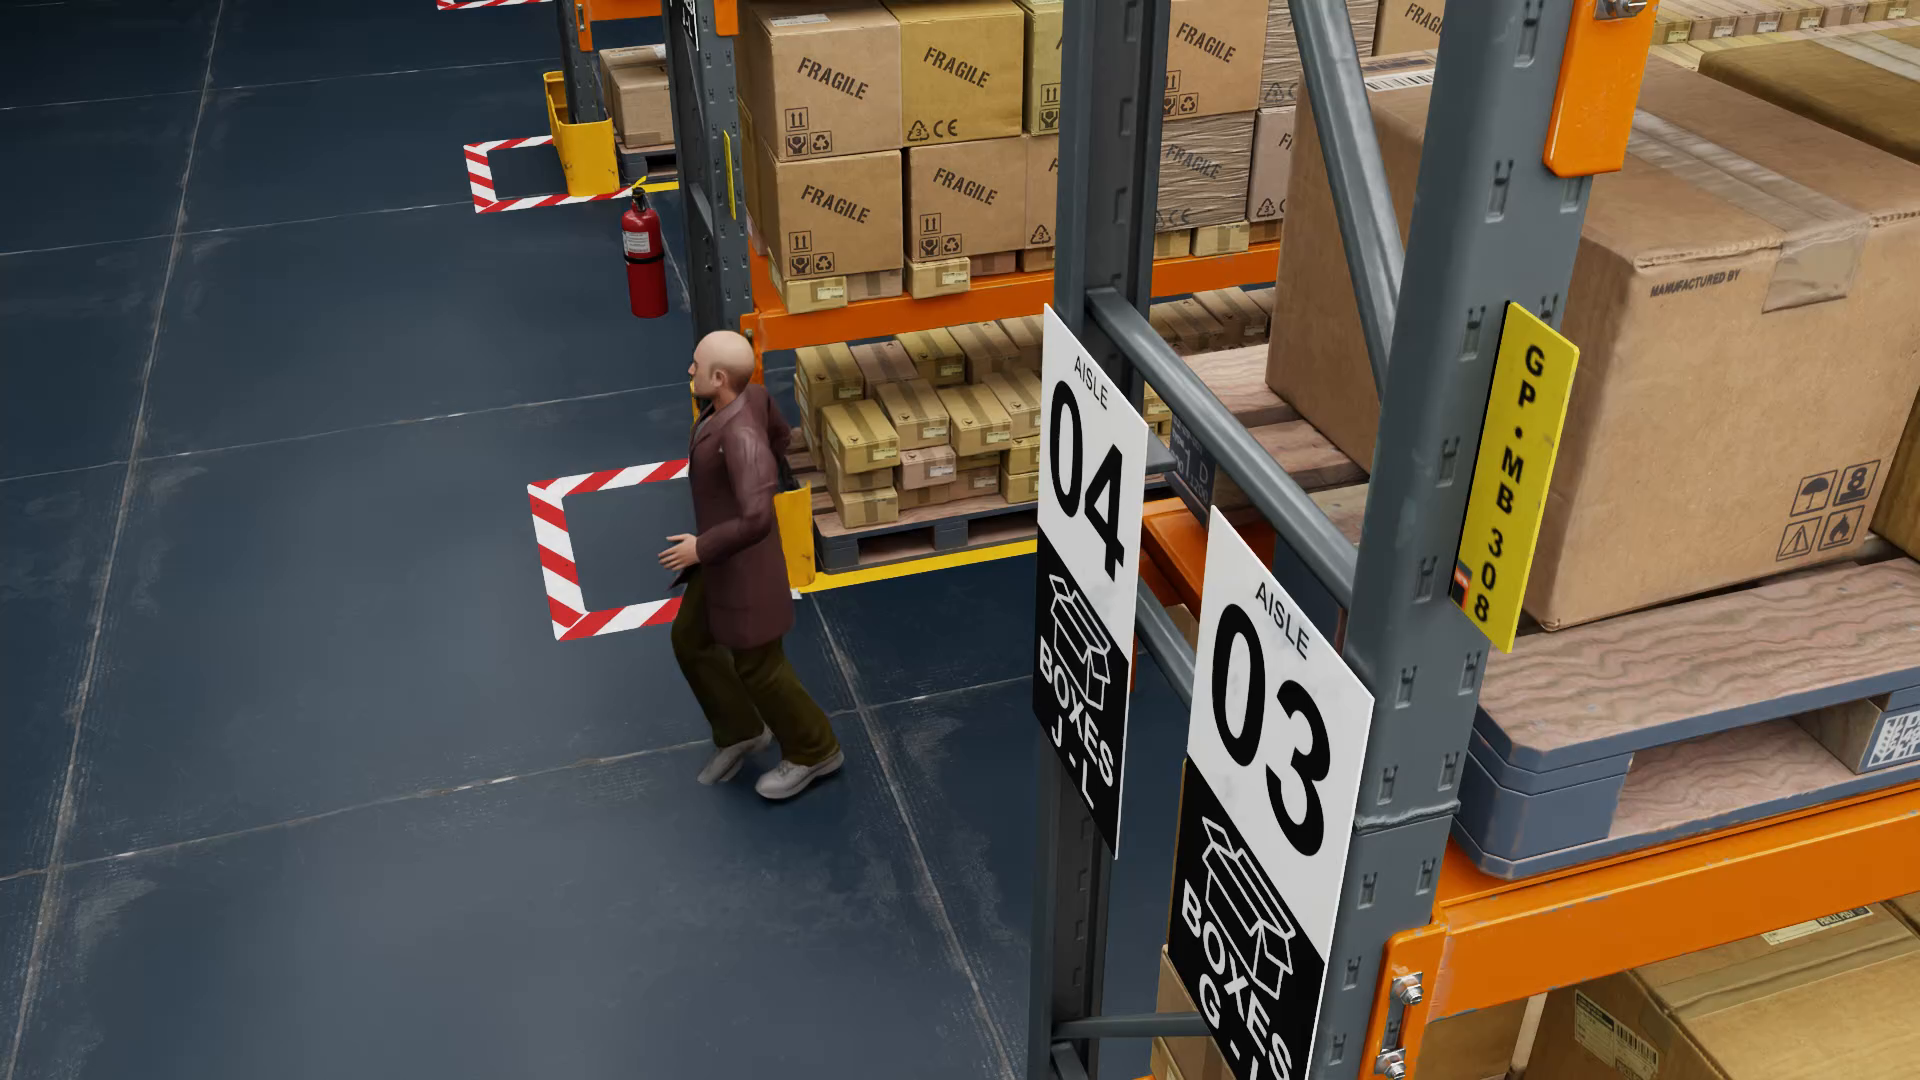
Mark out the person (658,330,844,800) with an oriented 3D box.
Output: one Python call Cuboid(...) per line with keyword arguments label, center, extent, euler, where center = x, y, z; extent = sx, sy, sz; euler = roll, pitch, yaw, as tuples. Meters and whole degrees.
Cuboid(label="person", center=(-0.779, 0.089, 6.083), extent=(0.611, 1.813, 0.790), euler=(-5, 34, -8))
